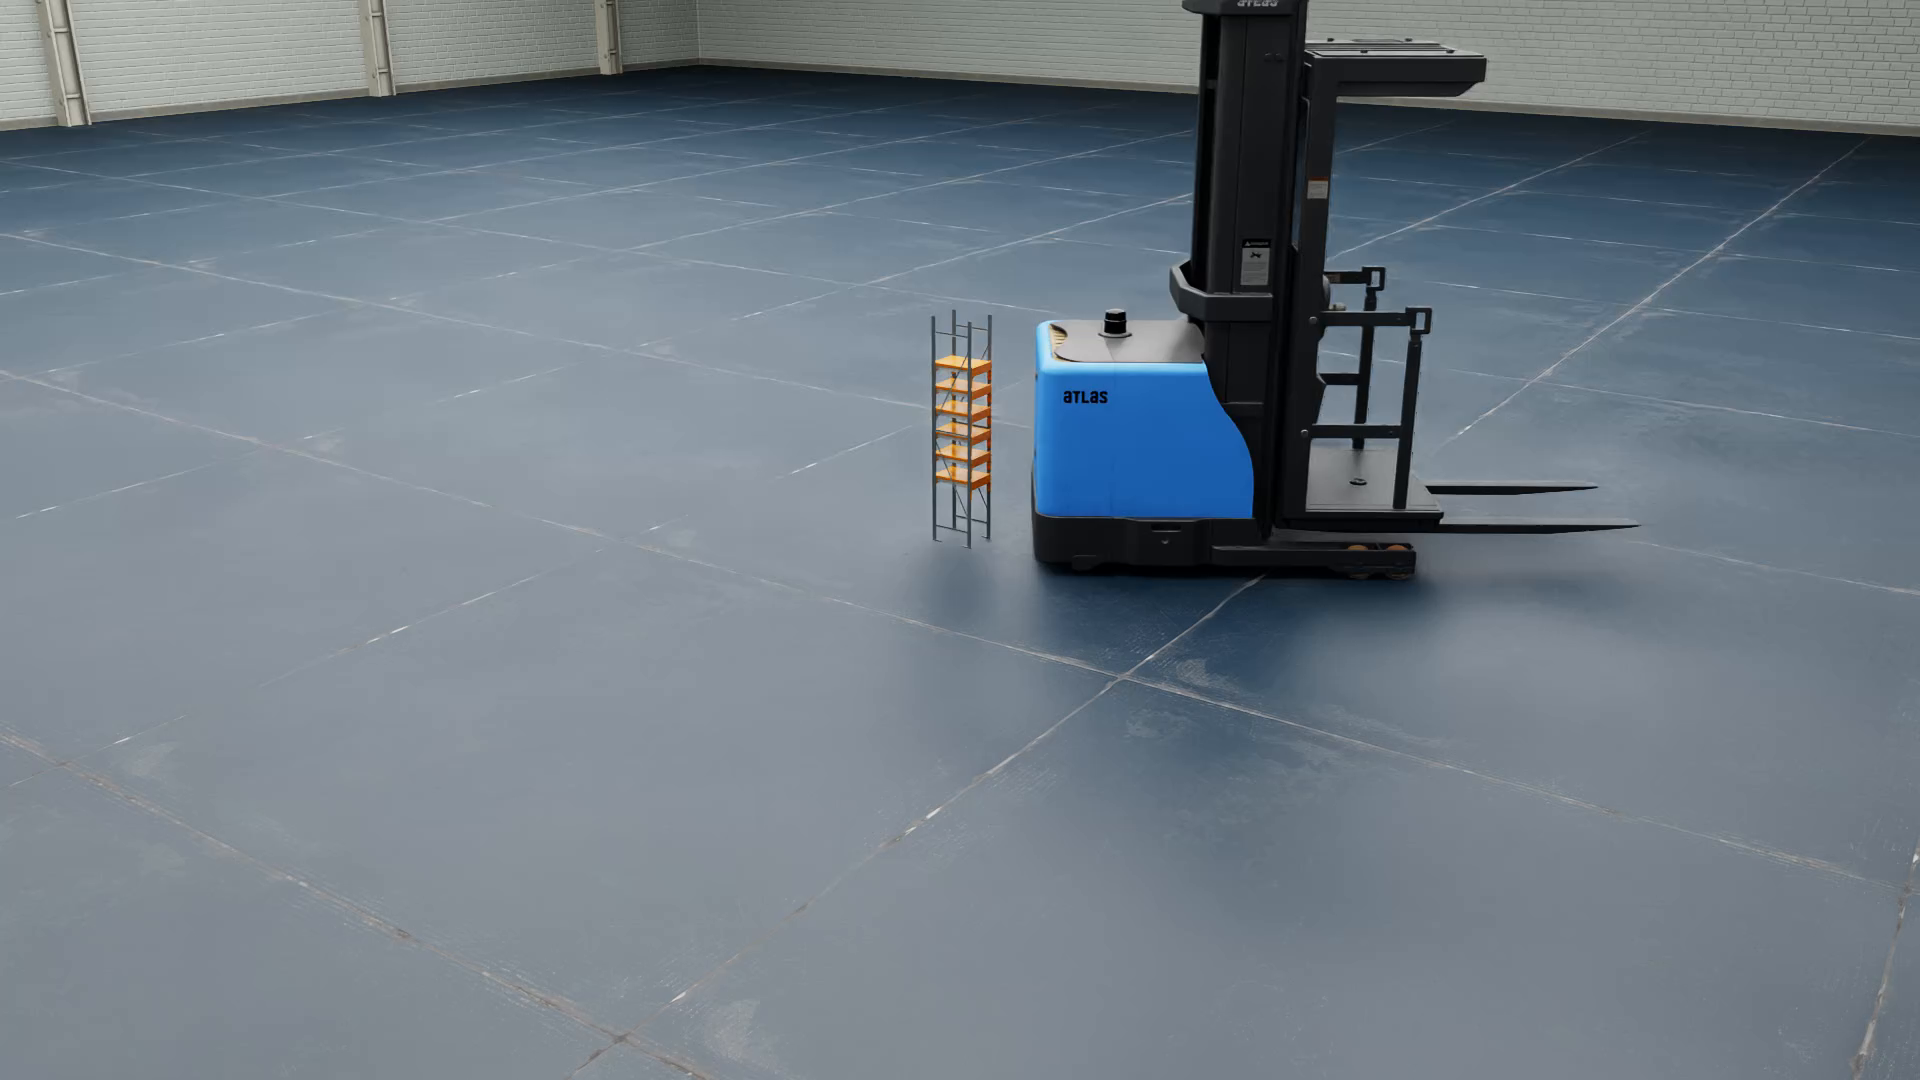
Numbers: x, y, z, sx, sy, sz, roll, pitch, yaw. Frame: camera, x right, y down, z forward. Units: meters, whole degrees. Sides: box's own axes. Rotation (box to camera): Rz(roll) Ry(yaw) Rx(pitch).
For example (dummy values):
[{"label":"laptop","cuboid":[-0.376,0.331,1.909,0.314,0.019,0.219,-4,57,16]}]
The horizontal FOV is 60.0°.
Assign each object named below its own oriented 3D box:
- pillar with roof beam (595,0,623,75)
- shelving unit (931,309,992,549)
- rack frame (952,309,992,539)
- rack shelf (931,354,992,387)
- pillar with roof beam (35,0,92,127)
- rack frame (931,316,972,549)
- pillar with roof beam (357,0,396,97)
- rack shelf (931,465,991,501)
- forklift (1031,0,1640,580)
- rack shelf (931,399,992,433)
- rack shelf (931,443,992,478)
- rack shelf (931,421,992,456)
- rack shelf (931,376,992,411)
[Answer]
[{"label":"pillar with roof beam","cuboid":[-4.047,-13.556,32.441,9.100,9.000,0.400,13,24,32]},{"label":"shelving unit","cuboid":[0.008,-0.567,8.568,0.258,1.200,0.189,13,24,32]},{"label":"rack frame","cuboid":[0.060,-0.593,8.639,0.240,1.200,0.006,13,24,32]},{"label":"rack shelf","cuboid":[0.008,-0.863,8.459,0.258,0.103,0.180,13,24,32]},{"label":"pillar with roof beam","cuboid":[-10.792,-10.113,23.133,9.100,9.000,0.400,13,24,32]},{"label":"rack frame","cuboid":[-0.043,-0.541,8.497,0.240,1.200,0.006,13,24,32]},{"label":"pillar with roof beam","cuboid":[-7.420,-11.834,27.787,9.100,9.000,0.400,13,24,32]},{"label":"rack shelf","cuboid":[0.008,-0.300,8.667,0.258,0.103,0.180,13,24,32]},{"label":"forklift","cuboid":[1.897,-1.366,8.232,3.031,2.935,1.130,0,20,1]},{"label":"rack shelf","cuboid":[0.008,-0.638,8.542,0.258,0.103,0.180,13,24,32]},{"label":"rack shelf","cuboid":[0.008,-0.413,8.625,0.258,0.103,0.180,13,24,32]},{"label":"rack shelf","cuboid":[0.008,-0.525,8.583,0.258,0.103,0.180,13,24,32]},{"label":"rack shelf","cuboid":[0.008,-0.750,8.500,0.258,0.103,0.180,13,24,32]}]
